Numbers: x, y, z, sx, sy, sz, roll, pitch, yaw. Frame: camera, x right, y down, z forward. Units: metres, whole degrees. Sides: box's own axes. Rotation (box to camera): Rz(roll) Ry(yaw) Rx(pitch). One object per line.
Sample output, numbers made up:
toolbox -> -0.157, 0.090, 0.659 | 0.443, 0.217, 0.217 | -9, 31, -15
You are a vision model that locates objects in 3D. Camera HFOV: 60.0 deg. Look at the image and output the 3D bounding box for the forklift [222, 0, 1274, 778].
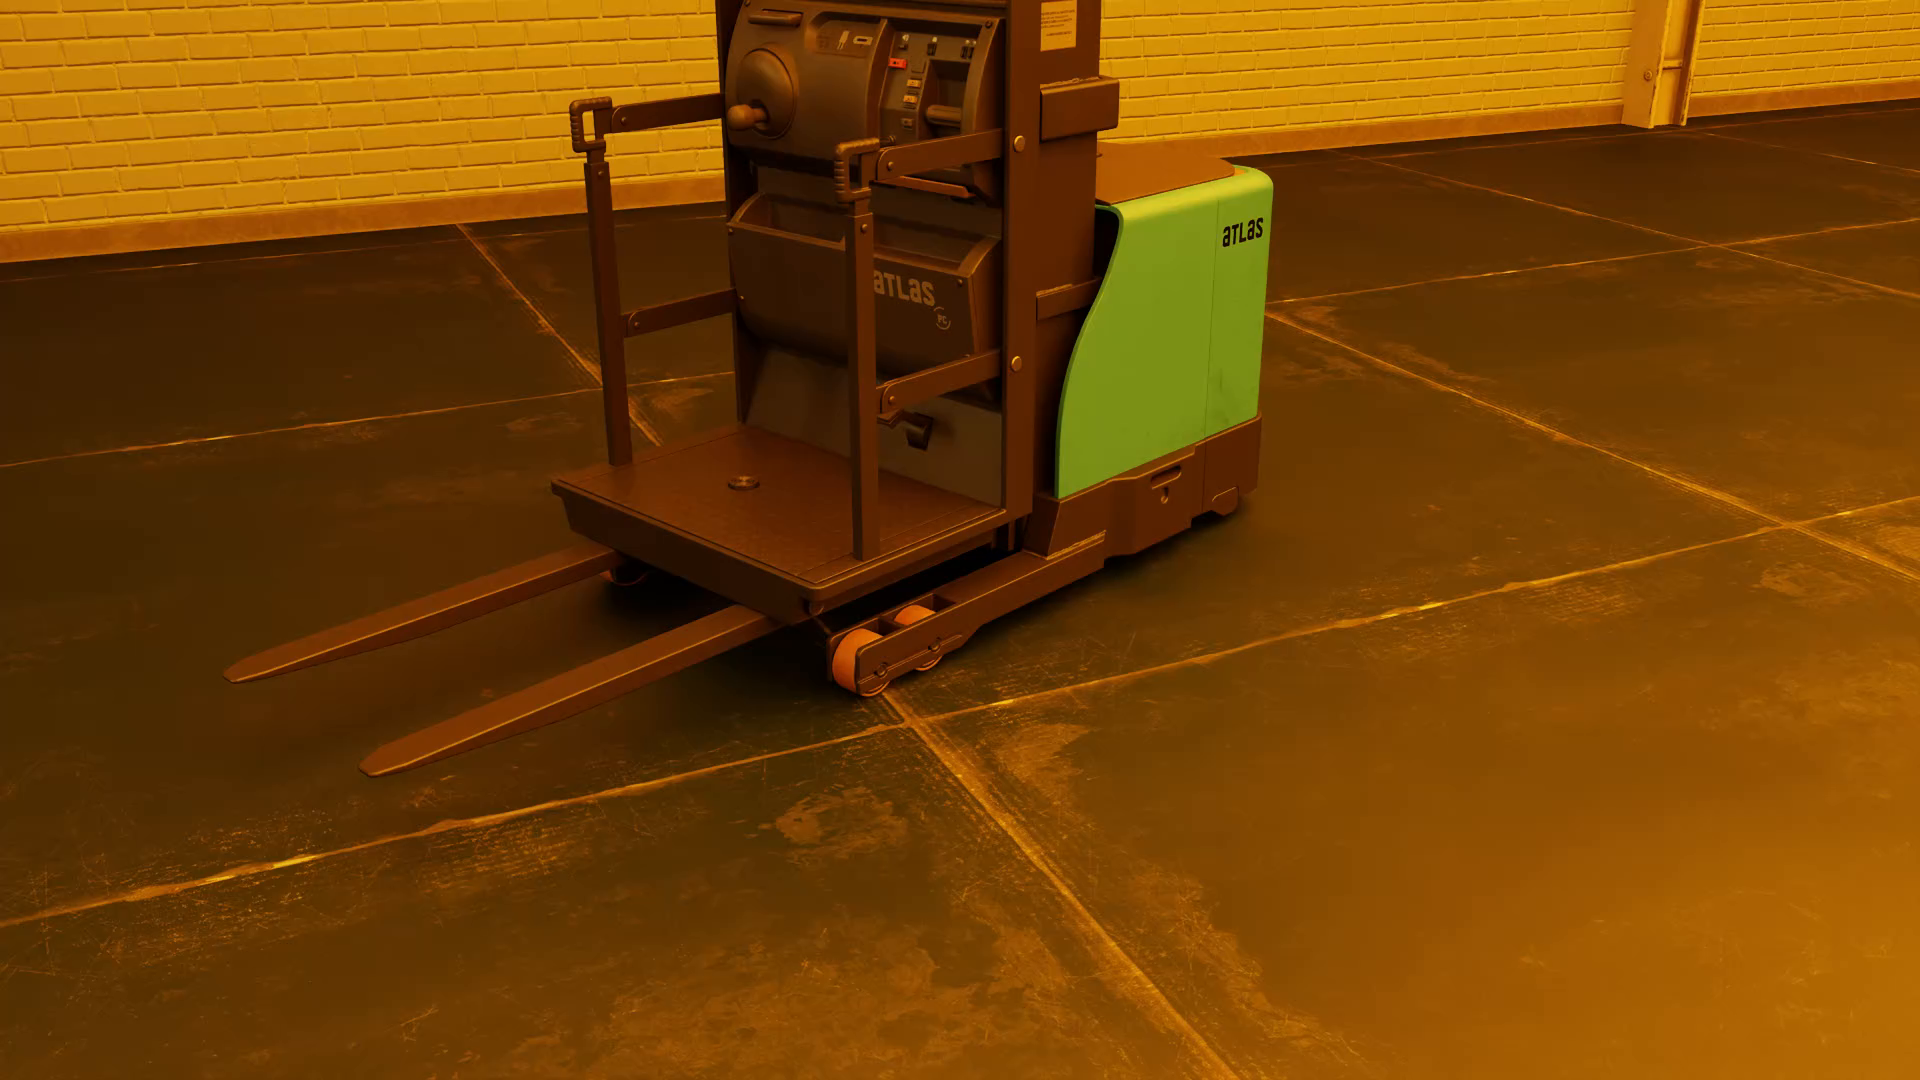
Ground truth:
forklift -> -0.413, -1.182, 4.131 | 1.130, 2.935, 3.031 | 19, 29, 39
